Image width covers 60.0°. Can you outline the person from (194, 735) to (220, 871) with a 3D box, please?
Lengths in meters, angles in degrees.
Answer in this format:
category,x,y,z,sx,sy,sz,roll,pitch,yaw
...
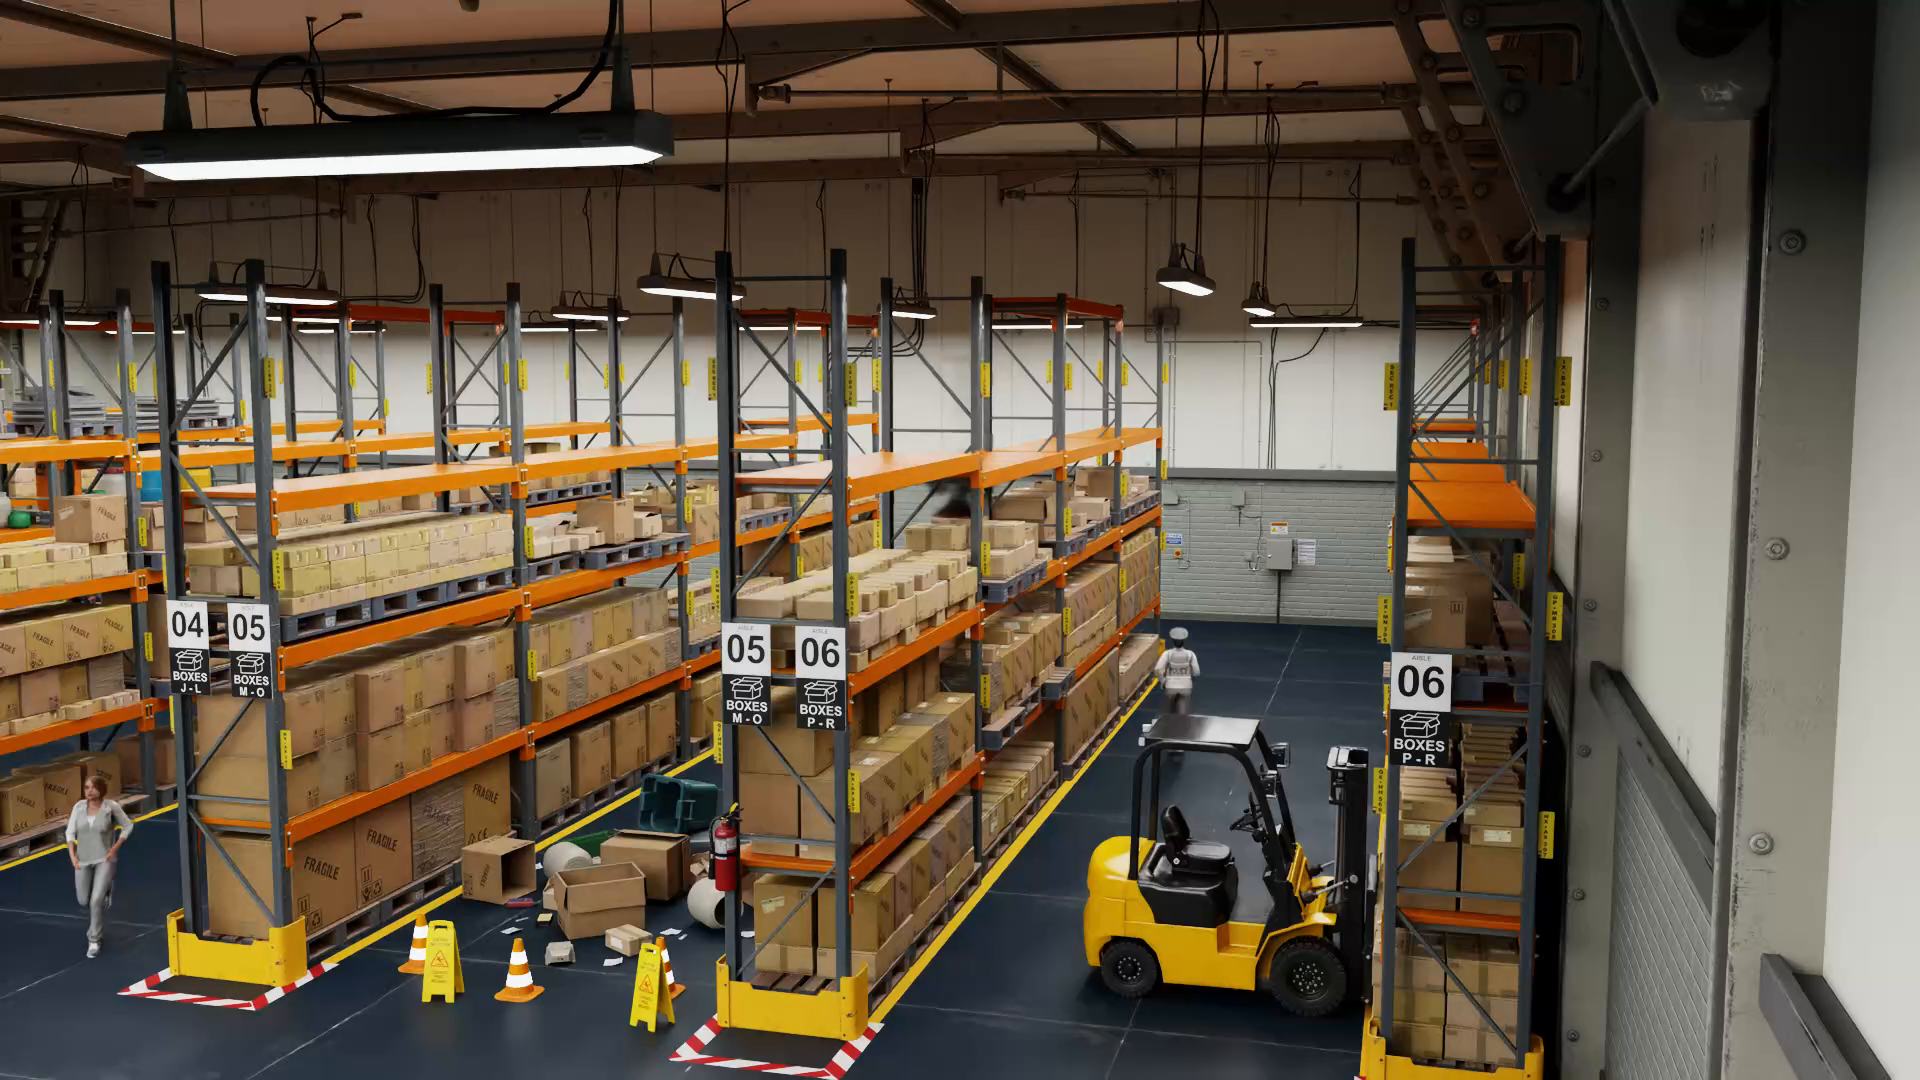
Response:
category,x,y,z,sx,sy,sz,roll,pitch,yaw
person,-7.596,2.466,17.276,0.720,1.759,0.962,0,6,5

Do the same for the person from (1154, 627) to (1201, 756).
category,x,y,z,sx,sy,sz,roll,pitch,yaw
person,2.851,2.012,21.805,0.596,1.740,0.720,1,6,9

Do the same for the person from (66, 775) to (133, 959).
category,x,y,z,sx,sy,sz,roll,pitch,yaw
person,-7.660,2.852,14.803,0.539,1.558,0.761,-1,6,-6
